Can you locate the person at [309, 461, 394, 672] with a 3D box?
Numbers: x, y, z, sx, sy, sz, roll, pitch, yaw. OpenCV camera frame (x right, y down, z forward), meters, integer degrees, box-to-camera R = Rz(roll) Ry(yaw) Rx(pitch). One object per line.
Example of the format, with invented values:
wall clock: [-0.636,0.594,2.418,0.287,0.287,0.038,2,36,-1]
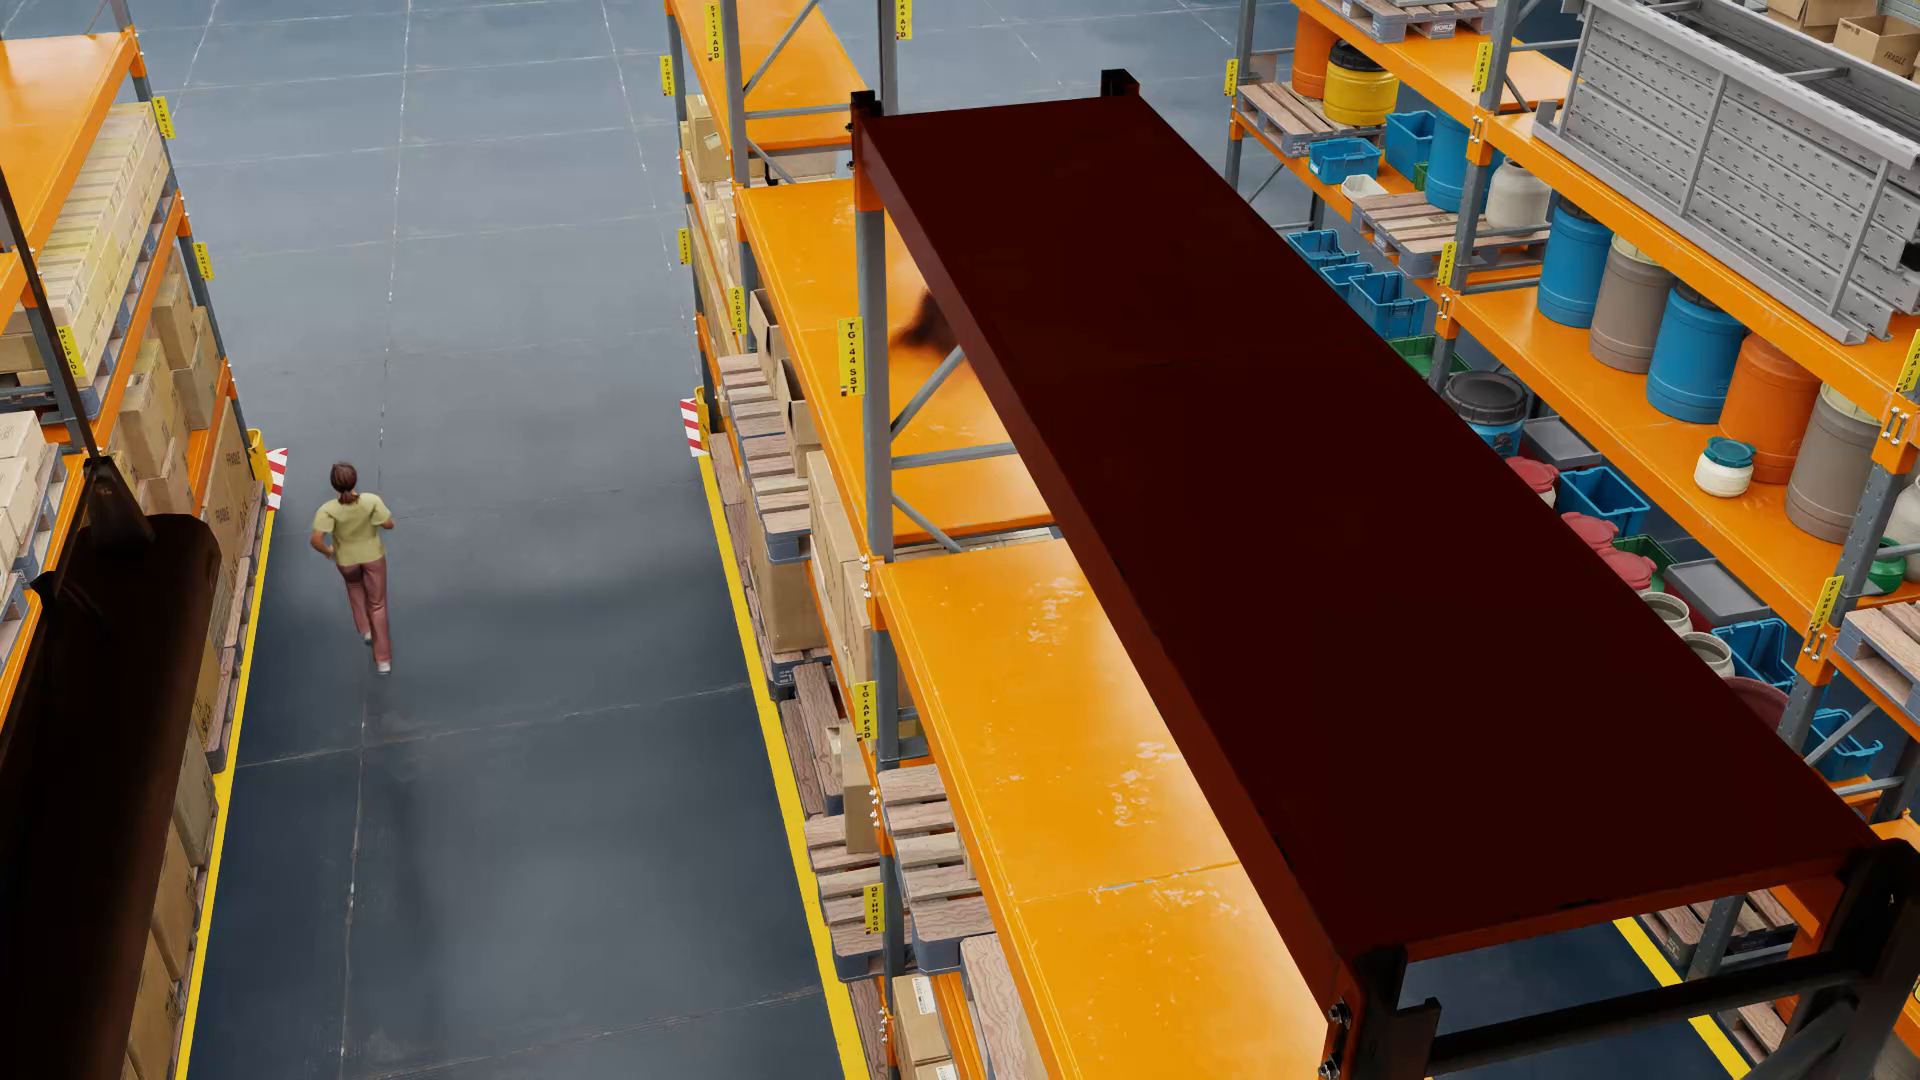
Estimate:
person: [-4.311,0.175,11.988,0.556,1.708,0.708,-10,36,-14]
